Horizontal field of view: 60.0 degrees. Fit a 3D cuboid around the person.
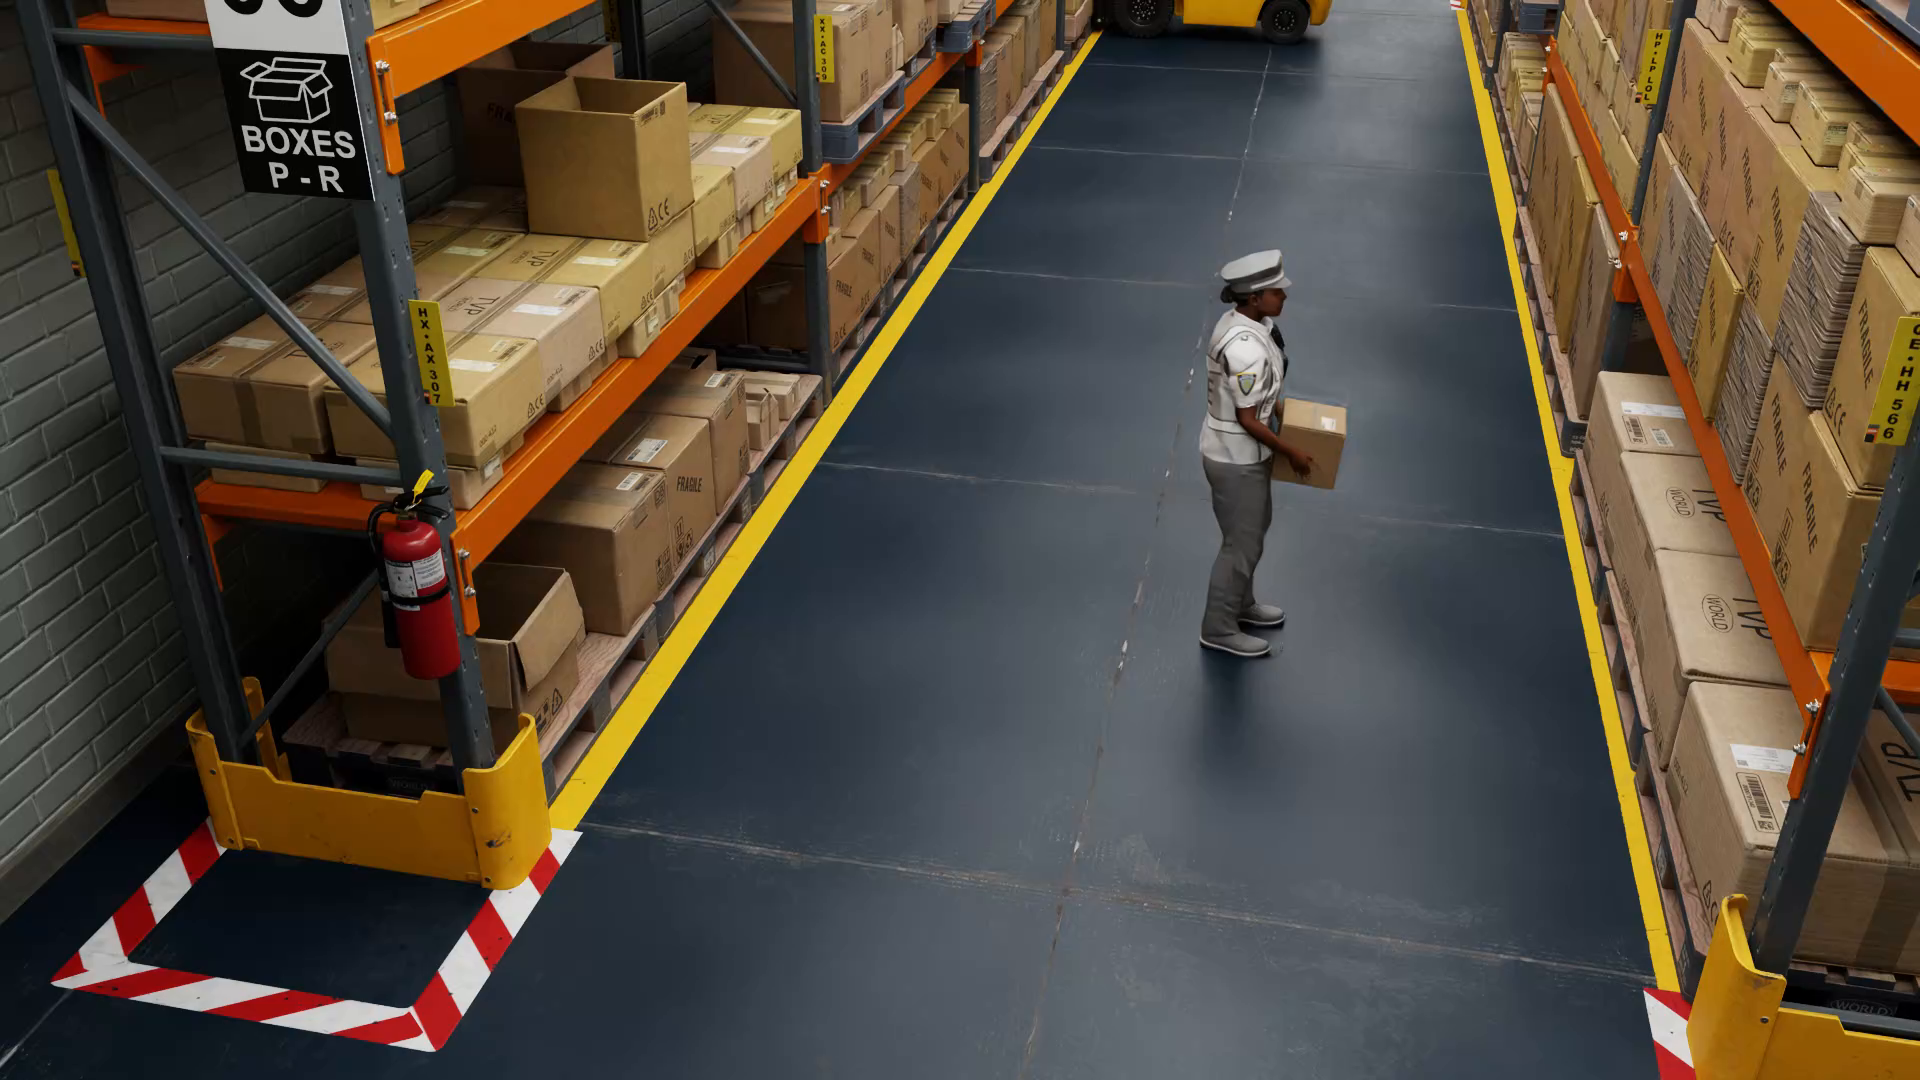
[{"bbox_3d":[1.207,-0.351,6.732,0.478,1.686,0.473,6,29,10],"label":"person"}]
